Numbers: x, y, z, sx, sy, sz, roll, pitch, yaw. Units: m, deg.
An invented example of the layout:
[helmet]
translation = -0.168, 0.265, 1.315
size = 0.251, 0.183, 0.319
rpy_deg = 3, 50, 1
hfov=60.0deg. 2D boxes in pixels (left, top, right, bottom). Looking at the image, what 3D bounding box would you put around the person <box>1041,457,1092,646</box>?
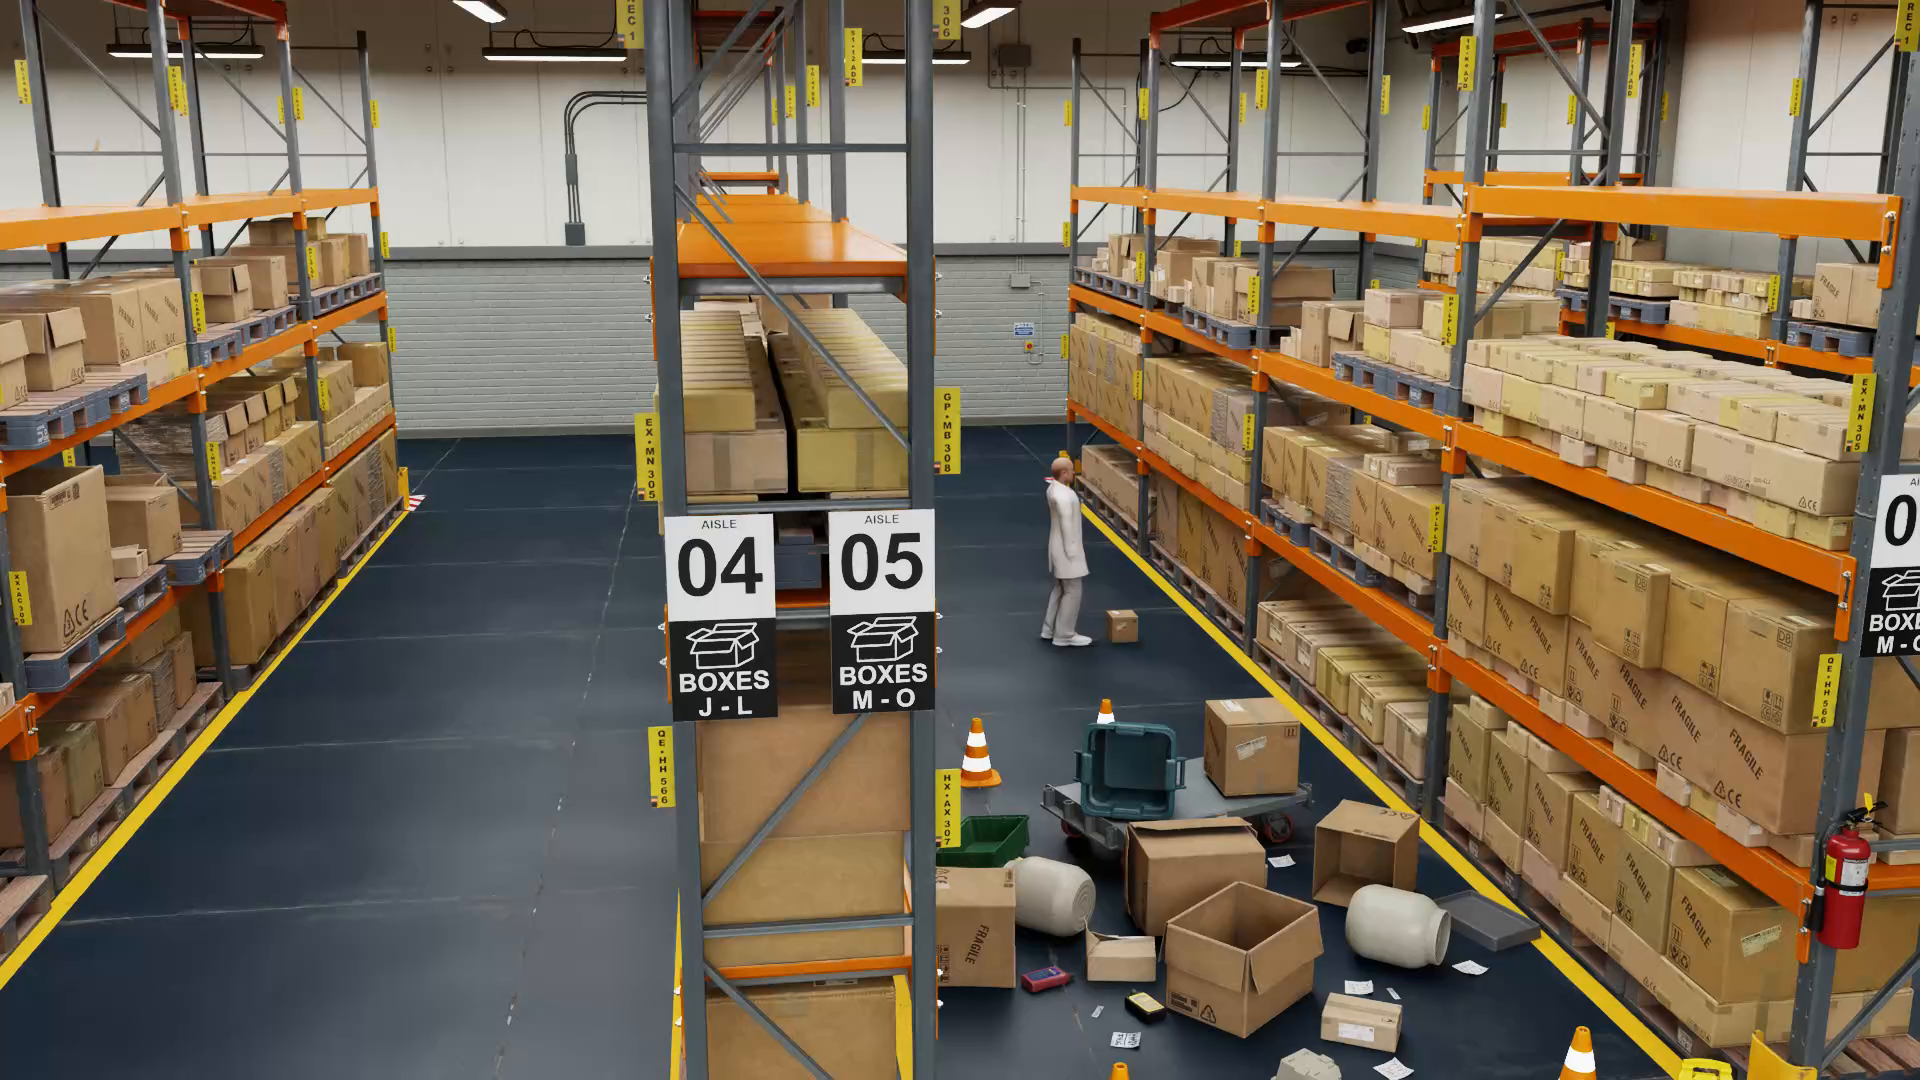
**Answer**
[person]
translation = 1.002, 0.103, 15.620
size = 0.440, 1.786, 0.566
rpy_deg = -2, 13, -7
